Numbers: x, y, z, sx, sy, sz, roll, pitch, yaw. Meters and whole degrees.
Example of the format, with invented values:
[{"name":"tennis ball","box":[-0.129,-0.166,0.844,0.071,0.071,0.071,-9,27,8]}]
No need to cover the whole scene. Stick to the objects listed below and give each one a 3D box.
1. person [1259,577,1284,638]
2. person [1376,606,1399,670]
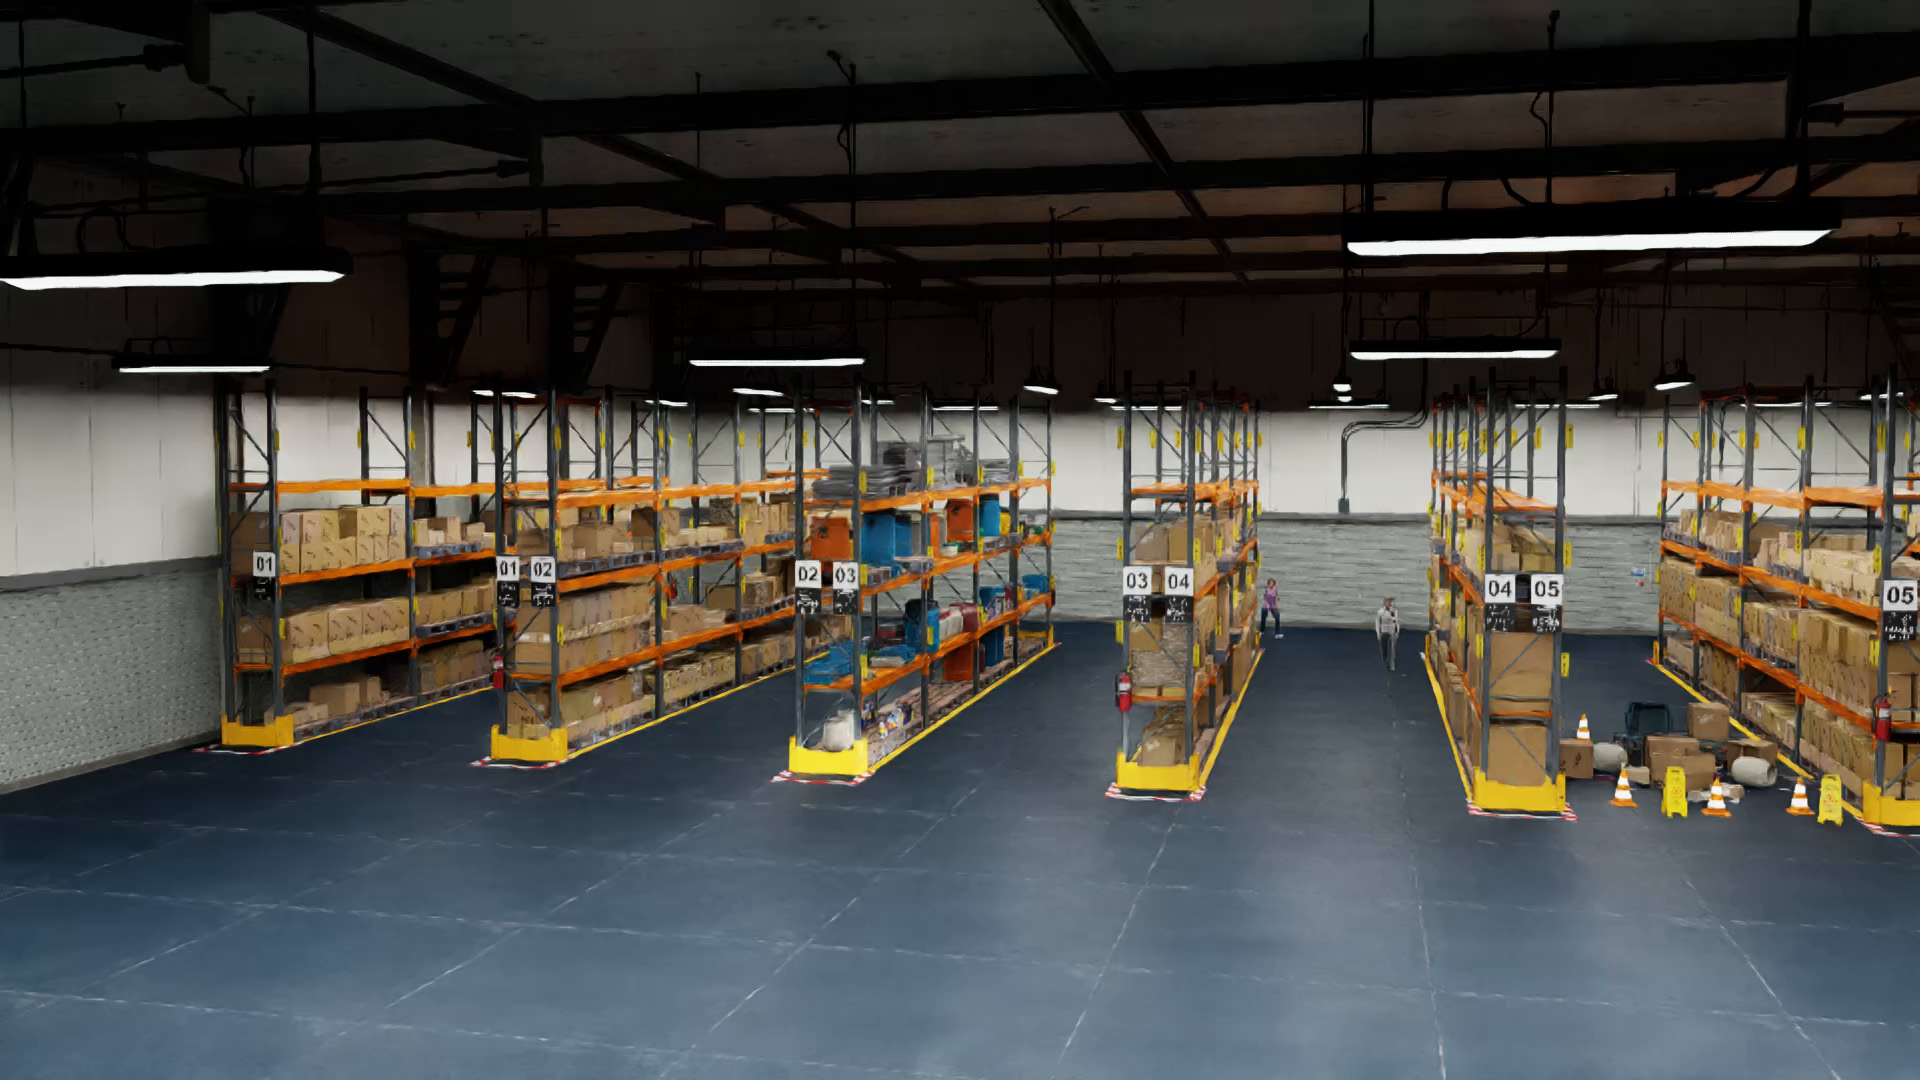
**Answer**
[{"name":"person","box":[7.865,1.752,42.178,0.537,1.417,0.782,0,3,-4]},{"name":"person","box":[9.341,2.134,36.382,0.495,1.333,1.086,1,4,16]}]
